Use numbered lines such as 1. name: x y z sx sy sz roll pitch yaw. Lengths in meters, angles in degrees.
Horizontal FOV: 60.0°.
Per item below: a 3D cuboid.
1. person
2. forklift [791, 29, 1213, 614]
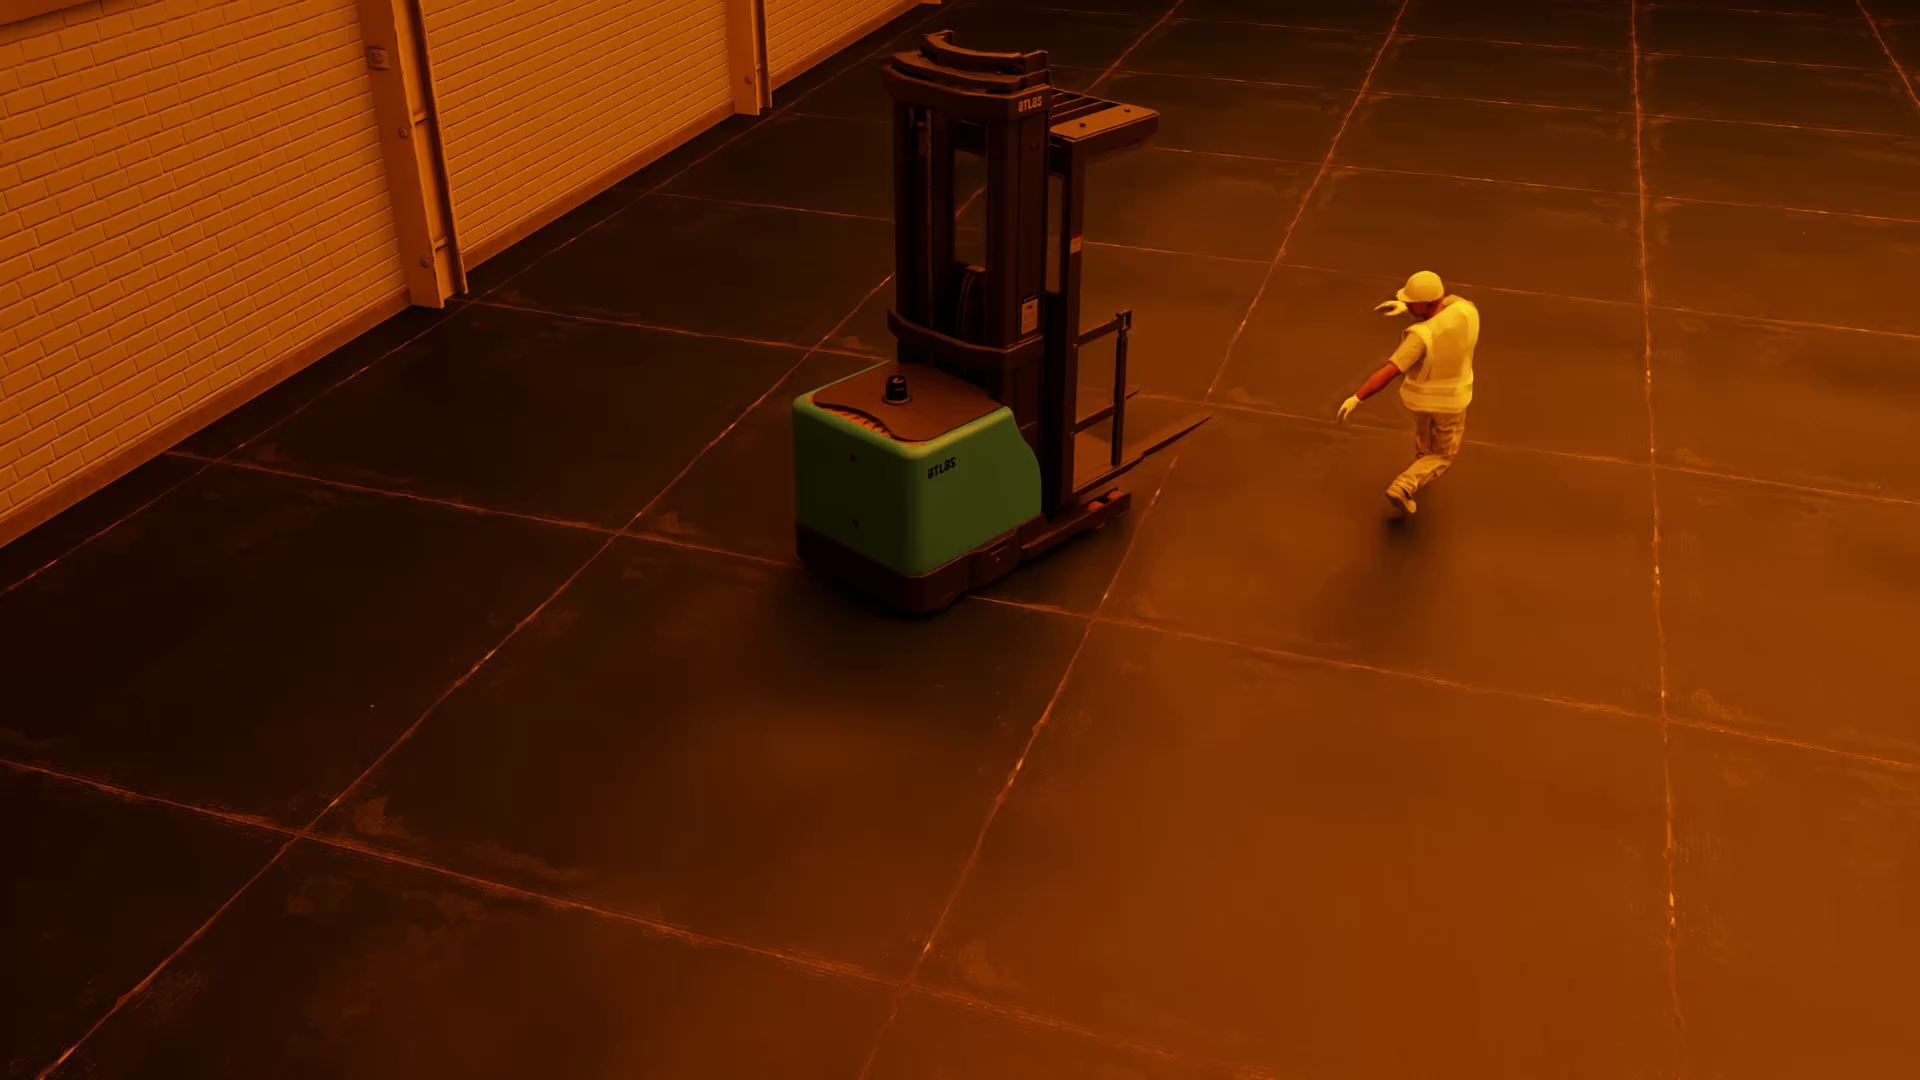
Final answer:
1. person: 2.765 -0.944 10.278 0.781 1.535 0.969 8 31 14
2. forklift: 0.414 -1.498 9.765 1.130 2.935 3.031 25 38 37
